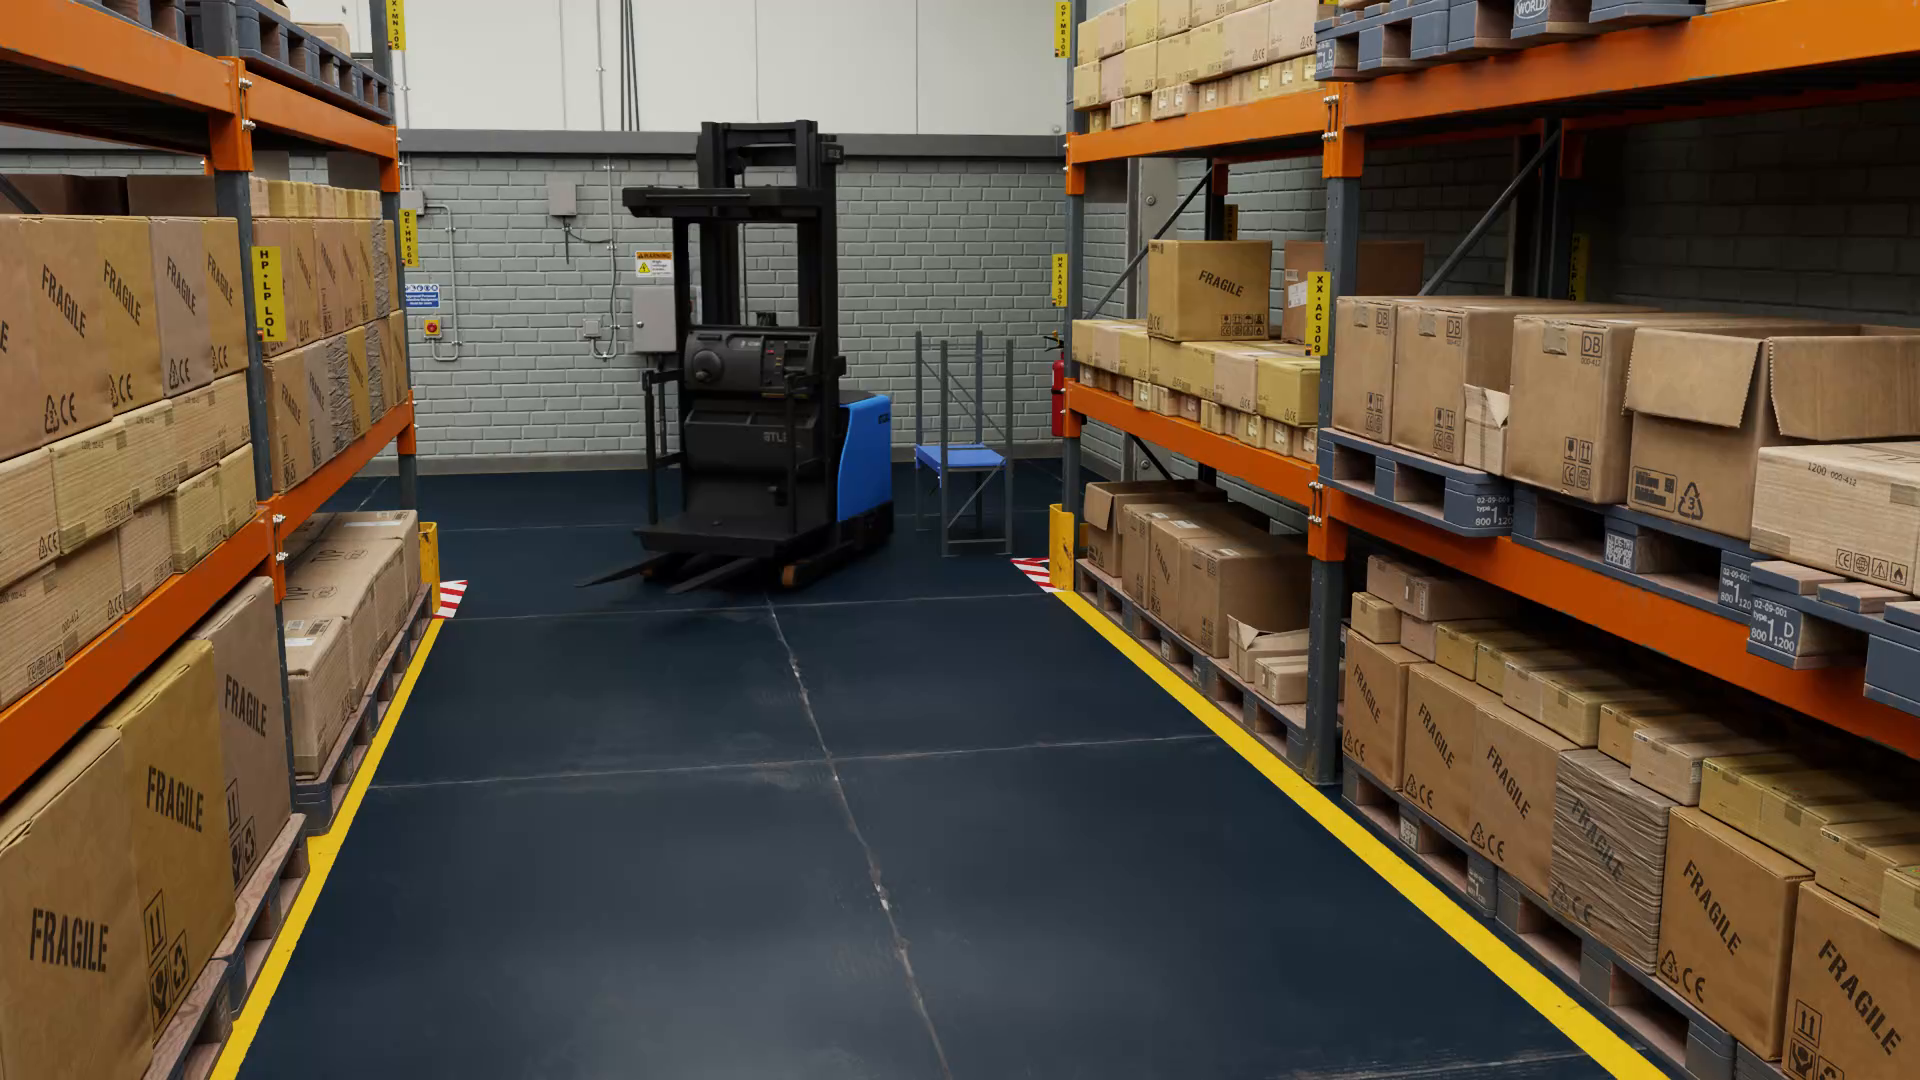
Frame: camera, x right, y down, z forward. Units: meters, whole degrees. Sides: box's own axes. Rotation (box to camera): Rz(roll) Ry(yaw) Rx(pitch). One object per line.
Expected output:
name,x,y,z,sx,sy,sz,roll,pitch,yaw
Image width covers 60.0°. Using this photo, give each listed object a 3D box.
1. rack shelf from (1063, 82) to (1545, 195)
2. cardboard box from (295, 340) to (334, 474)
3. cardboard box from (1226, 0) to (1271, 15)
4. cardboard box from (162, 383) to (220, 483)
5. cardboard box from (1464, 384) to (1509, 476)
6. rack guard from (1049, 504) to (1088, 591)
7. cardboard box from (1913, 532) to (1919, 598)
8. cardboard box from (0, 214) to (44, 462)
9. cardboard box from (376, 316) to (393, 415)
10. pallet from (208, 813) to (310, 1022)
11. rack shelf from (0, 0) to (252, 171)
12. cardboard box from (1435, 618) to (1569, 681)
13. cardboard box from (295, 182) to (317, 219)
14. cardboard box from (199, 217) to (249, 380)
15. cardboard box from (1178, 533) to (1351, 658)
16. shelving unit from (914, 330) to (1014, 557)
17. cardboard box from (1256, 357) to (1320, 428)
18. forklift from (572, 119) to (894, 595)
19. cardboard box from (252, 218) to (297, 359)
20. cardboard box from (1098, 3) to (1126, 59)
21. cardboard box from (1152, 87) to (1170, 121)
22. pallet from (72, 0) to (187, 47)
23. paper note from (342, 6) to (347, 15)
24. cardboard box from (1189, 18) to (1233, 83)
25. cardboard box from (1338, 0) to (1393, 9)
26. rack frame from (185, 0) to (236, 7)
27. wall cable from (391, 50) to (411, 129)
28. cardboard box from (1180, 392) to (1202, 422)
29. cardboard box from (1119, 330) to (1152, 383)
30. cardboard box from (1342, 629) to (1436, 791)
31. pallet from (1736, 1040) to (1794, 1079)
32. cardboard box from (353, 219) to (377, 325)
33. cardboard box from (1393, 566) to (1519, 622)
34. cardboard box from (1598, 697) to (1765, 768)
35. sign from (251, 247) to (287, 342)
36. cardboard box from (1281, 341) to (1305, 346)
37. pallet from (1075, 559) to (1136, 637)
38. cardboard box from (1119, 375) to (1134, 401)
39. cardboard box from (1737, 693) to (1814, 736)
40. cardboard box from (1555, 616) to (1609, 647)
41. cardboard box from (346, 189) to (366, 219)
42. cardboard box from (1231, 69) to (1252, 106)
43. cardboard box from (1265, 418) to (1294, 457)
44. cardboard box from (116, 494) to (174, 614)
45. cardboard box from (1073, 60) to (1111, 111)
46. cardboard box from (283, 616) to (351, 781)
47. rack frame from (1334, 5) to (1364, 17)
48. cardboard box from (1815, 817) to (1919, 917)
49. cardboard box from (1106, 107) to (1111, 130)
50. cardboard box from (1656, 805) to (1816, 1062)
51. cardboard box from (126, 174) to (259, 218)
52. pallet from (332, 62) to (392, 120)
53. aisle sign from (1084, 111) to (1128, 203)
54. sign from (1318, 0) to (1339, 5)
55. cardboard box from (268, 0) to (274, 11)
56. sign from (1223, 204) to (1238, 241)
rack shelf,1.547,-1.970,8.425,1.077,0.370,4.000,-2,11,-11
cardboard box,-2.860,-0.539,6.737,0.500,0.500,0.500,-2,11,-11
cardboard box,1.494,-2.451,7.297,0.500,0.250,0.500,-2,11,-12
cardboard box,-2.503,-0.310,4.867,0.500,0.250,0.500,-2,11,-10
cardboard box,1.830,-0.354,5.272,0.396,0.266,0.258,-2,11,-8
rack guard,1.173,0.025,10.726,1.175,0.500,0.348,-2,11,-11
cardboard box,2.210,0.061,3.400,0.380,0.149,0.250,-2,11,-10
cardboard box,-2.202,-0.394,3.301,0.500,0.500,0.500,-2,11,-9
cardboard box,-3.274,-0.913,8.703,0.500,0.500,0.500,-2,11,-12
pallet,-2.708,1.207,5.290,1.003,0.211,1.213,-2,11,-11
rack shelf,-2.543,-1.055,3.618,1.077,0.370,4.000,-2,11,-11
cardboard box,1.936,0.390,5.951,0.380,0.149,0.250,-3,11,-14
cardboard box,-2.907,-1.417,6.944,0.380,0.149,0.250,-2,11,-13
cardboard box,-2.599,-0.769,5.273,0.500,0.500,0.500,-2,11,-9
cardboard box,1.514,0.269,8.321,0.700,0.500,0.500,-3,11,-13
shelving unit,0.017,-0.721,11.974,0.538,1.500,1.048,-2,11,-11
cardboard box,1.598,-0.640,7.141,0.500,0.250,0.500,-2,11,-10
forklift,-1.439,-1.205,10.688,1.130,2.935,3.031,4,11,18
cardboard box,-2.787,-0.938,6.161,0.500,0.500,0.500,-2,11,-11
cardboard box,1.078,-2.824,9.255,0.500,0.250,0.500,-2,11,-11
cardboard box,1.195,-2.215,8.461,0.380,0.149,0.250,-2,11,-11
pallet,-2.705,-1.515,4.622,0.805,0.209,1.217,-3,11,-13
paper note,-2.731,-2.353,7.380,0.006,0.032,0.123,-2,11,-11
cardboard box,1.397,-2.297,7.828,0.500,0.250,0.500,-2,11,-10
cardboard box,1.604,-2.019,6.041,0.380,0.149,0.250,-2,11,-10
rack frame,-2.932,-3.249,5.198,1.000,3.000,0.127,-2,11,-11
wall cable,-5.093,-5.015,14.480,0.463,3.000,0.029,-2,11,-11
cardboard box,1.344,-0.692,8.483,0.380,0.149,0.250,-2,11,-11
cardboard box,1.182,-1.011,9.089,0.500,0.250,0.500,-2,11,-12
cardboard box,1.809,0.636,6.396,0.500,0.500,0.500,-2,11,-9
pallet,2.606,1.482,3.844,1.003,0.211,1.213,-2,11,-11
cardboard box,-3.159,-1.310,8.116,0.500,0.500,0.500,-2,11,-11
cardboard box,1.842,0.195,6.179,0.380,0.149,0.250,-3,11,-14
cardboard box,2.141,0.581,4.947,0.380,0.149,0.250,-2,11,-11
sign,-2.402,-0.853,5.771,0.100,0.325,0.005,-2,11,-11
cardboard box,1.902,-0.842,8.205,0.500,0.250,0.500,-2,11,-10
pallet,1.329,0.314,9.985,1.003,0.211,1.213,-2,11,-11
cardboard box,1.122,-0.882,9.481,0.380,0.149,0.250,-2,11,-9
cardboard box,2.603,0.561,5.056,0.380,0.149,0.250,-3,11,-13
cardboard box,2.402,0.370,6.060,0.380,0.149,0.250,-2,11,-10
cardboard box,-3.230,-1.698,8.419,0.380,0.149,0.250,-2,11,-10
cardboard box,1.445,-2.028,7.478,0.380,0.149,0.250,-2,11,-11
cardboard box,1.554,-0.456,7.240,0.380,0.149,0.250,-2,11,-9
cardboard box,-2.420,0.032,4.408,0.500,0.250,0.500,-2,11,-13
cardboard box,0.976,-2.671,9.791,0.500,0.250,0.500,-2,11,-12
cardboard box,-2.949,0.632,6.584,0.875,0.438,0.875,-2,11,-12
rack frame,1.936,-3.430,6.150,1.000,3.000,0.127,-2,11,-11
cardboard box,2.278,0.774,3.937,0.380,0.149,0.250,-2,11,-13
cardboard box,1.069,-2.452,9.709,0.380,0.149,0.250,-2,11,-10
cardboard box,2.229,1.015,4.405,0.500,0.500,0.500,-2,11,-9
cardboard box,-2.739,-1.228,5.949,0.380,0.149,0.250,-2,11,-12
pallet,-3.556,-2.330,8.628,1.003,0.211,1.213,-2,11,-11
aisle sign,0.857,-2.495,10.332,0.394,0.787,0.004,-2,11,-11
sign,1.405,-2.189,6.271,0.100,0.325,0.005,-2,11,-11
cardboard box,-3.226,-2.327,6.713,0.797,0.503,0.637,-1,11,-7
sign,1.706,-1.957,10.514,0.100,0.325,0.005,-2,11,-11
